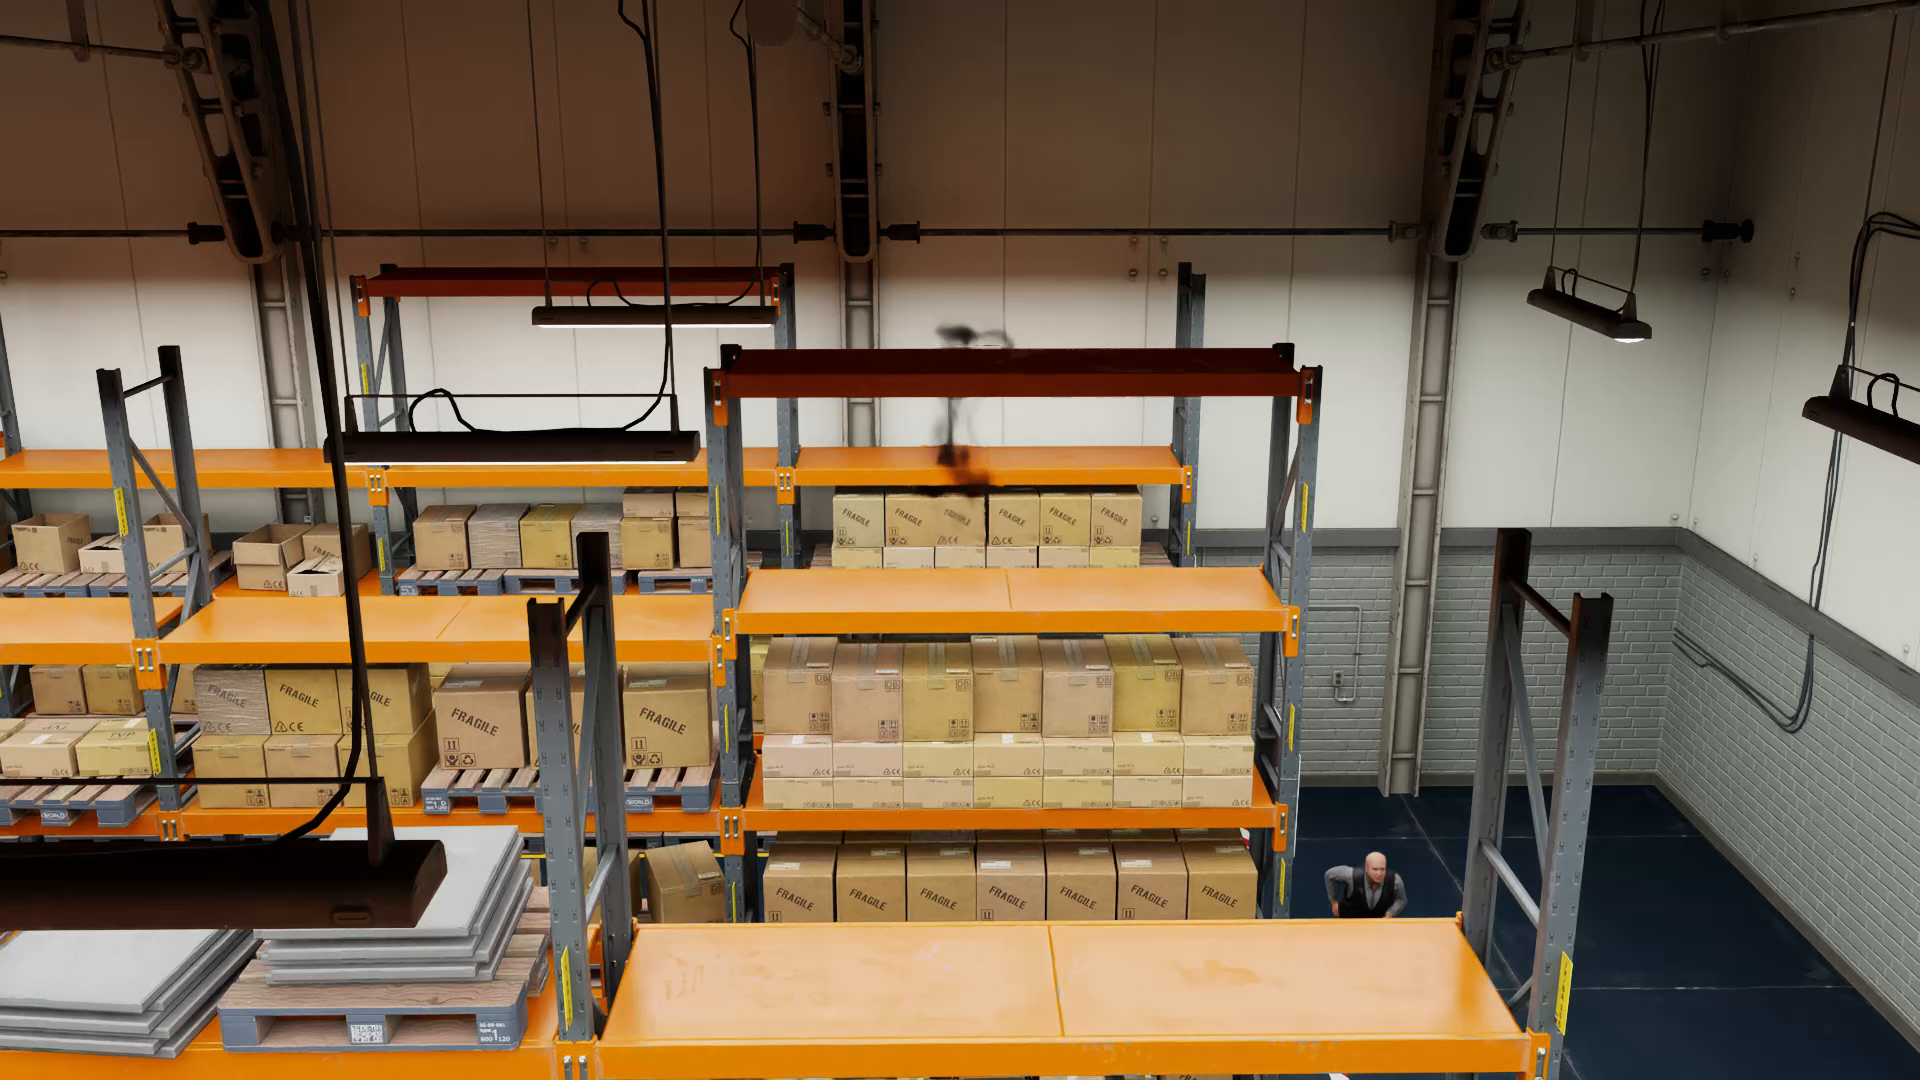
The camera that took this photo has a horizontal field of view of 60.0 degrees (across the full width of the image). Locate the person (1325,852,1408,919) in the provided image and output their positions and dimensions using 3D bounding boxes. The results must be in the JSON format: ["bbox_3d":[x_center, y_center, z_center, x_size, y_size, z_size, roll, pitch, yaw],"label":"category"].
[{"bbox_3d":[3.432,3.331,14.225,0.676,1.730,0.943,0,16,1],"label":"person"}]
